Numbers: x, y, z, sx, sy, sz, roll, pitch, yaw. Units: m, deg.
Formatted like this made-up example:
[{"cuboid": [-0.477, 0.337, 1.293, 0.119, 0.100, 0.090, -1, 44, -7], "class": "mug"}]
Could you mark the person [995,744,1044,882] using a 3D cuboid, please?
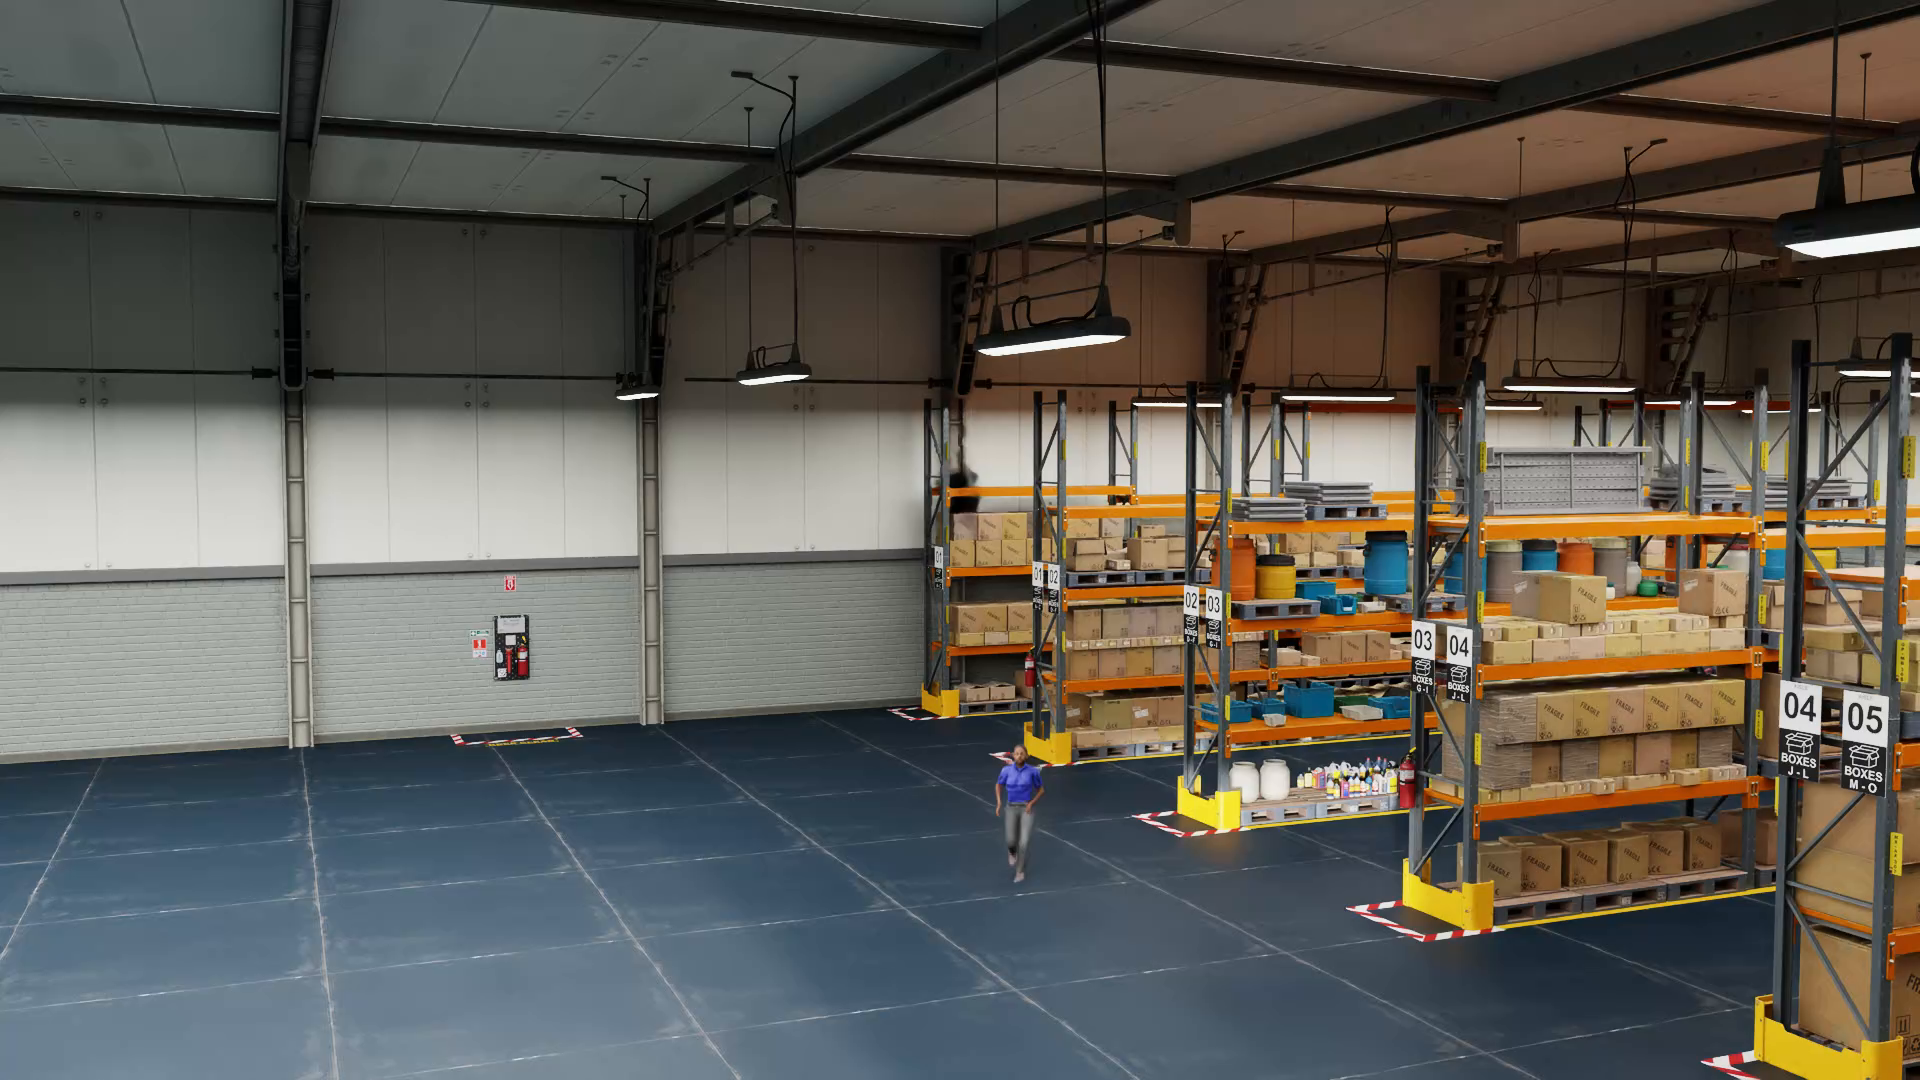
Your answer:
[{"cuboid": [0.700, 3.219, 19.622, 0.586, 1.624, 0.556, 0, 3, 5], "class": "person"}]
